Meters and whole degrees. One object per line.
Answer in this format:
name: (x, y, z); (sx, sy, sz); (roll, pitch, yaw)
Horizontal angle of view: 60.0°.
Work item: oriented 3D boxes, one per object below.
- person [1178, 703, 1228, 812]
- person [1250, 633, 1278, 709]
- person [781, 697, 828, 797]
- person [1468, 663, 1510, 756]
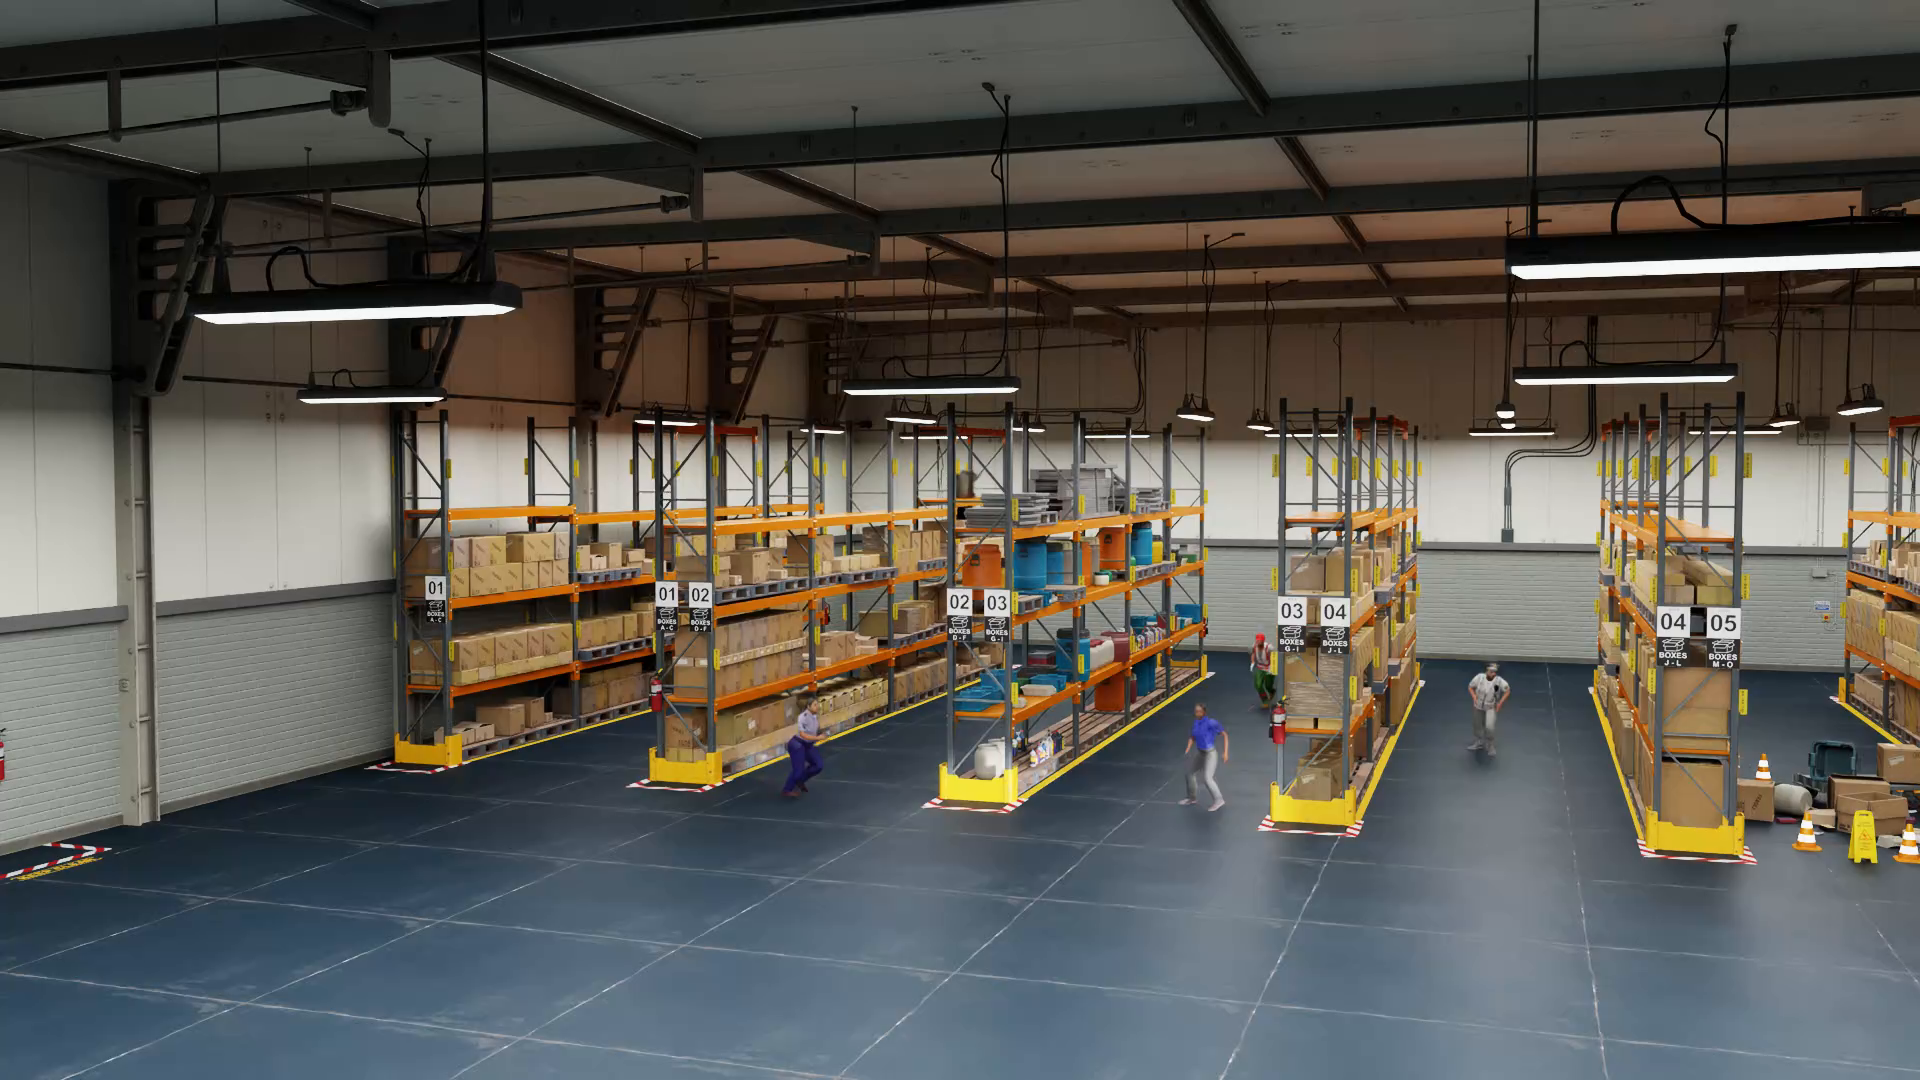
person: (3.490, 3.171, 24.449); (0.541, 1.578, 0.805); (-1, 3, -29)
person: (6.420, 2.718, 34.771); (0.656, 1.603, 1.080); (1, 3, 31)
person: (-2.344, 3.148, 25.303); (0.800, 1.541, 0.600); (1, 3, 25)
person: (9.267, 2.960, 29.256); (0.752, 1.662, 0.808); (2, 3, 34)
